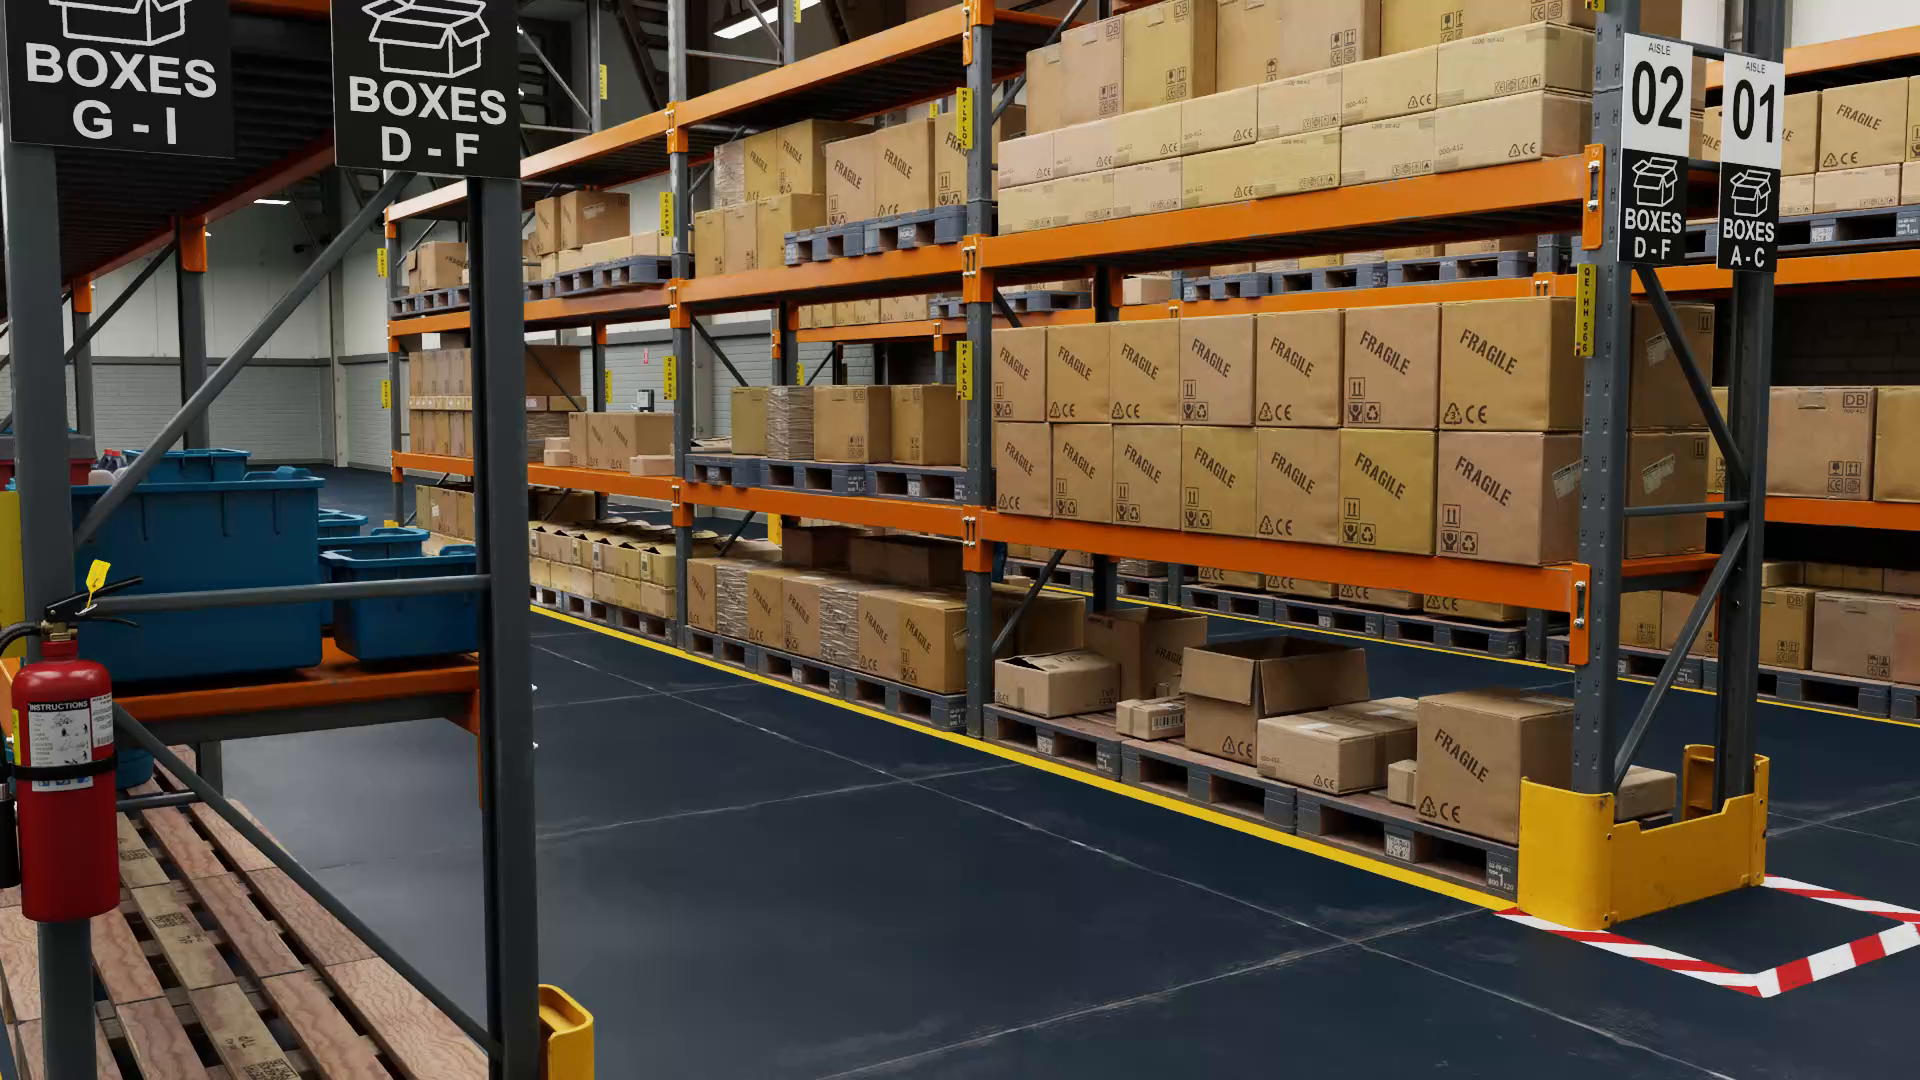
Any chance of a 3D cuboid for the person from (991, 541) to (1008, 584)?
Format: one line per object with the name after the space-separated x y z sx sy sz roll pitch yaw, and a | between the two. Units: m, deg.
0.296 -0.183 15.458 0.344 1.593 0.462 -3 6 -34 | person
